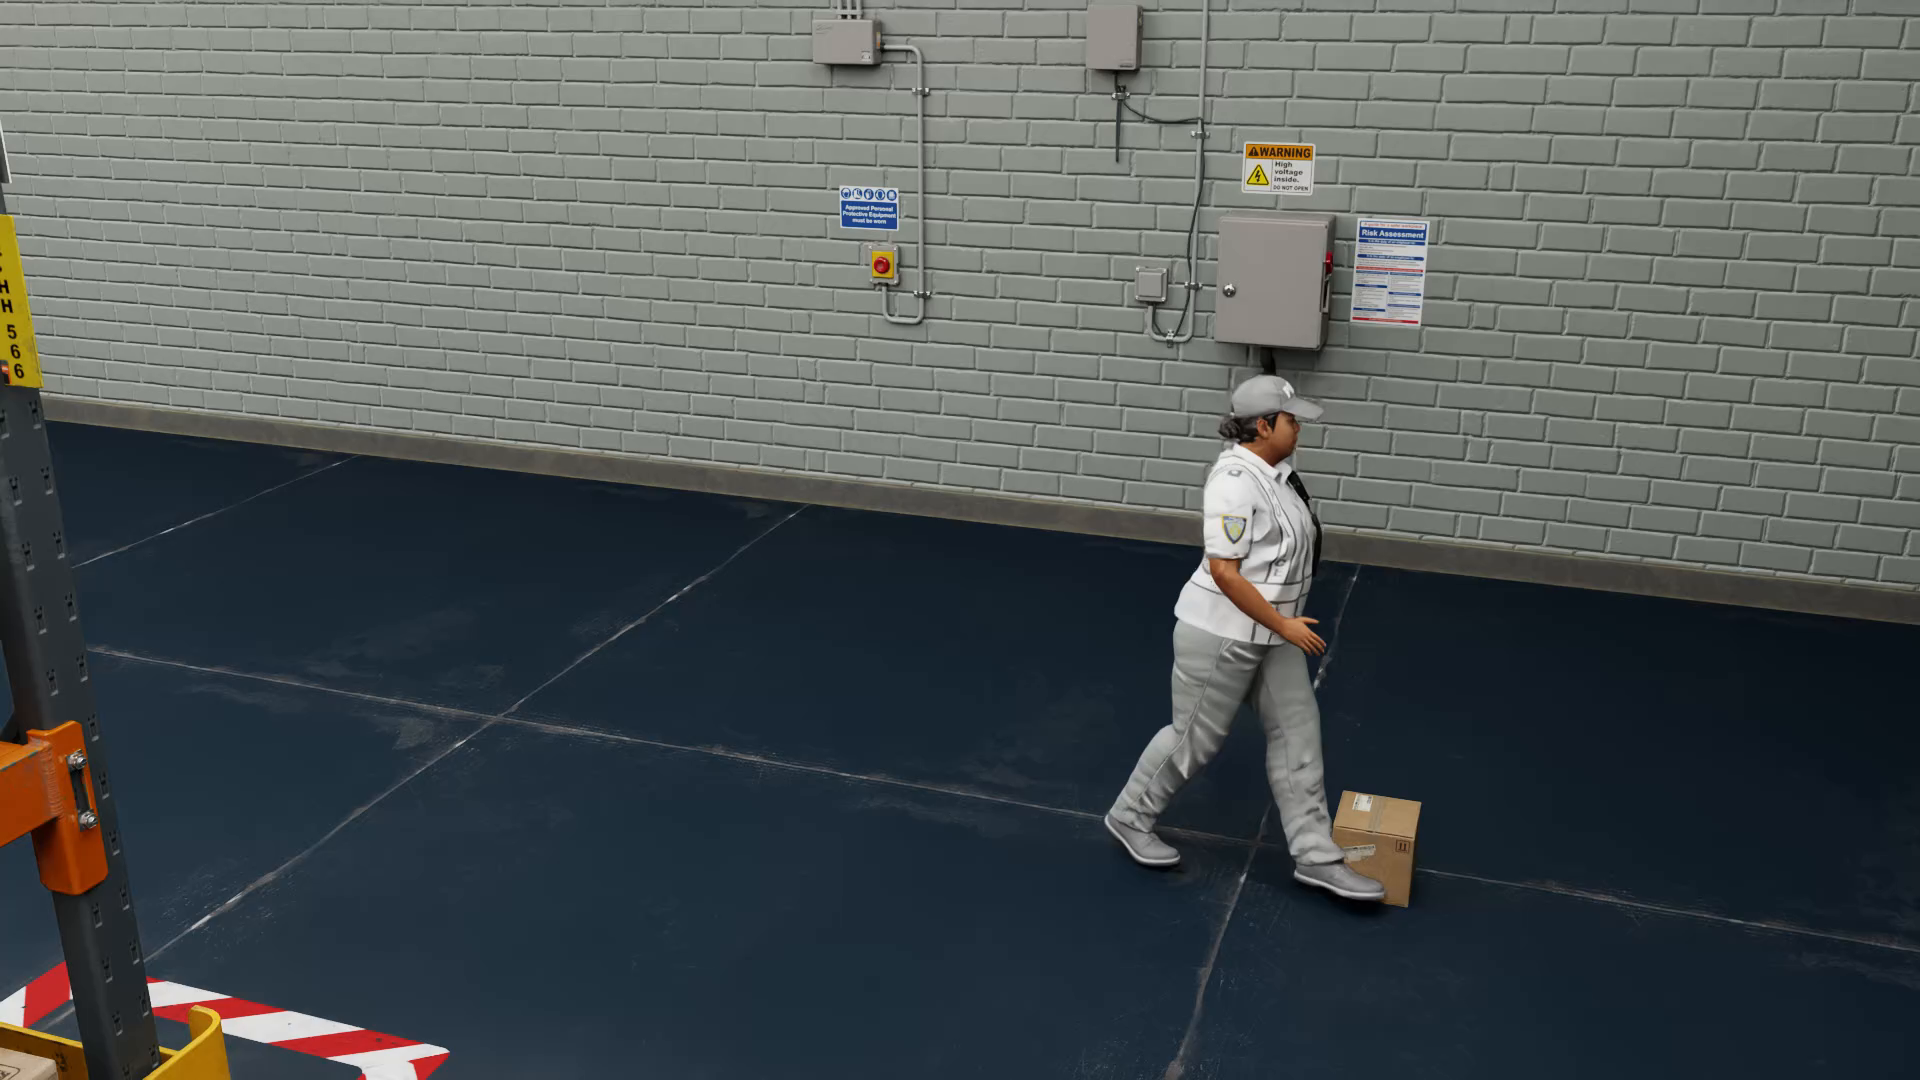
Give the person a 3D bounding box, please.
[{"bbox_3d":[0.972,0.294,5.234,0.946,1.621,0.553,13,23,34],"label":"person"}]
